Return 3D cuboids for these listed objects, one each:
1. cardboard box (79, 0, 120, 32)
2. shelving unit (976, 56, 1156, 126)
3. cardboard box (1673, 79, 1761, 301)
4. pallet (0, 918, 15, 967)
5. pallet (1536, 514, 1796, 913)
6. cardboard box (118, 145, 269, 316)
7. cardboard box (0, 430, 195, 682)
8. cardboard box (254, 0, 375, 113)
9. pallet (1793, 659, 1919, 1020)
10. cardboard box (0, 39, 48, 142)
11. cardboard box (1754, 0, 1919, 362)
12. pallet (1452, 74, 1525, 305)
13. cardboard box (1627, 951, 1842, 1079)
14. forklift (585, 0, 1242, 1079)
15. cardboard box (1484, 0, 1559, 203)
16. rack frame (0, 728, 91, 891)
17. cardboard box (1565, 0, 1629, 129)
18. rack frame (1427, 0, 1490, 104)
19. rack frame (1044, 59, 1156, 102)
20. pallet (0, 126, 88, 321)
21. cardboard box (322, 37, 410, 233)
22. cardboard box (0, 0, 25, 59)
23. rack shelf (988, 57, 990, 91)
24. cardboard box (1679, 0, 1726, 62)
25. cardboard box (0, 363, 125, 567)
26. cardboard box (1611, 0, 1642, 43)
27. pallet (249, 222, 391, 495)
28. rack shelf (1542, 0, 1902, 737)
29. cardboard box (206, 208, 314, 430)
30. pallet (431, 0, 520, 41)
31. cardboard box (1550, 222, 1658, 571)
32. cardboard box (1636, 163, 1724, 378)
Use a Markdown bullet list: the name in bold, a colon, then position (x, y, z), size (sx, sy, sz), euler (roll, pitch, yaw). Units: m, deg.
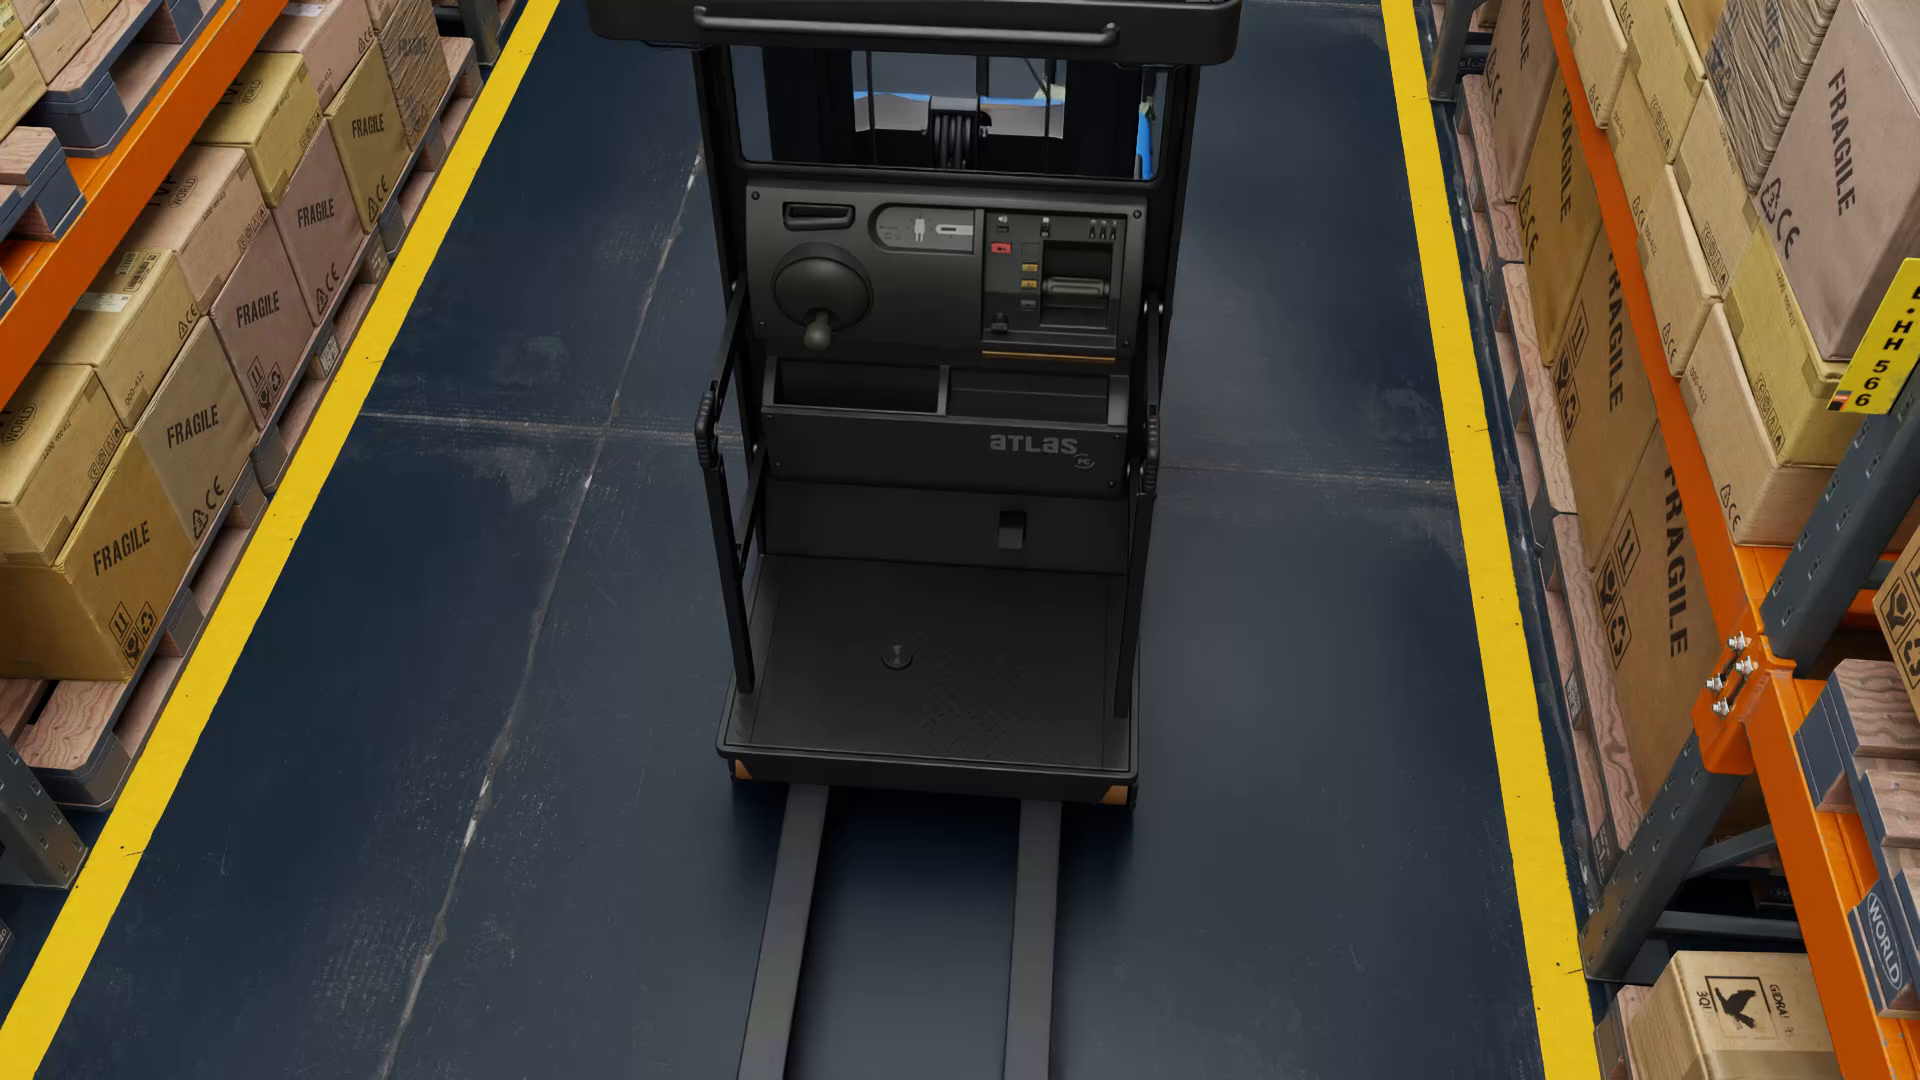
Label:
- **cardboard box**: position (-2.487, -1.509, 4.483), size (0.380, 0.149, 0.250), euler (4, 48, 4)
- **shelving unit**: position (0.367, -1.469, 5.577), size (0.431, 1.500, 0.755), euler (15, 49, 13)
- **cardboard box**: position (1.925, -0.772, 3.686), size (0.500, 0.250, 0.500), euler (3, 48, 3)
- **pallet**: position (-2.995, 1.353, 3.870), size (1.003, 0.211, 1.213), euler (4, 48, 4)
- **pallet**: position (2.238, 0.463, 4.684), size (1.003, 0.211, 1.213), euler (4, 48, 4)
- **cardboard box**: position (-2.440, -0.940, 4.978), size (0.500, 0.250, 0.500), euler (4, 48, 4)
- **cardboard box**: position (-2.529, 0.037, 4.593), size (0.500, 0.500, 0.500), euler (2, 48, 2)
- **cardboard box**: position (-2.359, -1.712, 5.684), size (0.500, 0.250, 0.500), euler (6, 48, 5)
- **pallet**: position (2.132, 0.692, 2.715), size (1.213, 0.211, 1.003), euler (4, 48, 4)
- **cardboard box**: position (-2.534, -1.129, 4.135), size (0.380, 0.149, 0.250), euler (6, 48, 5)
- **cardboard box**: position (1.878, -0.673, 3.087), size (0.500, 0.500, 0.500), euler (3, 48, 2)
- **pallet**: position (2.460, -1.330, 6.324), size (1.003, 0.211, 1.213), euler (4, 48, 4)
- **cardboard box**: position (2.030, 1.256, 3.565), size (0.950, 0.372, 0.625), euler (1, 48, 1)
- **forklift**: position (-0.051, -0.526, 3.745), size (1.130, 2.935, 3.031), euler (3, 48, 3)
- **cardboard box**: position (2.479, -1.807, 6.025), size (0.875, 0.875, 0.875), euler (5, 48, 5)
- **rack frame**: position (-2.848, -0.163, 3.366), size (1.000, 3.000, 0.127), euler (4, 48, 4)
- **cardboard box**: position (1.990, -1.365, 4.567), size (0.500, 0.250, 0.500), euler (3, 48, 3)
- **rack frame**: position (2.456, -2.843, 5.818), size (1.000, 3.000, 0.127), euler (4, 48, 4)
- **rack frame**: position (0.493, -1.722, 5.809), size (0.400, 1.500, 0.023), euler (15, 49, 13)
- **pallet**: position (-2.889, -0.629, 3.922), size (1.213, 0.211, 1.003), euler (4, 48, 4)
- **cardboard box**: position (-2.347, -1.462, 5.964), size (0.500, 0.500, 0.500), euler (3, 48, 3)
- **cardboard box**: position (-2.537, -1.243, 4.038), size (0.380, 0.149, 0.250), euler (4, 48, 4)
- **rack shelf**: position (0.367, -1.732, 5.289), size (0.431, 0.370, 0.720), euler (15, 49, 13)
- **cardboard box**: position (1.968, -1.415, 3.766), size (0.500, 0.500, 0.500), euler (4, 48, 4)
- **cardboard box**: position (-2.544, -0.204, 4.305), size (0.500, 0.250, 0.500), euler (2, 48, 2)
- **cardboard box**: position (1.999, -1.531, 4.381), size (0.500, 0.250, 0.500), euler (3, 48, 2)
- **pallet**: position (-2.661, -0.690, 5.738), size (1.003, 0.211, 1.213), euler (4, 48, 4)
- **rack shelf**: position (2.273, -1.131, 4.739), size (1.077, 0.370, 4.000), euler (4, 48, 4)
- **cardboard box**: position (-2.445, -0.711, 5.277), size (0.500, 0.500, 0.500), euler (3, 48, 3)
- **pallet**: position (-2.457, -2.657, 7.537), size (1.003, 0.211, 1.213), euler (4, 48, 4)
- **cardboard box**: position (2.322, -0.486, 4.817), size (0.875, 0.875, 0.875), euler (4, 48, 4)
- **cardboard box**: position (1.909, -0.619, 3.885), size (0.500, 0.250, 0.500), euler (5, 48, 4)
